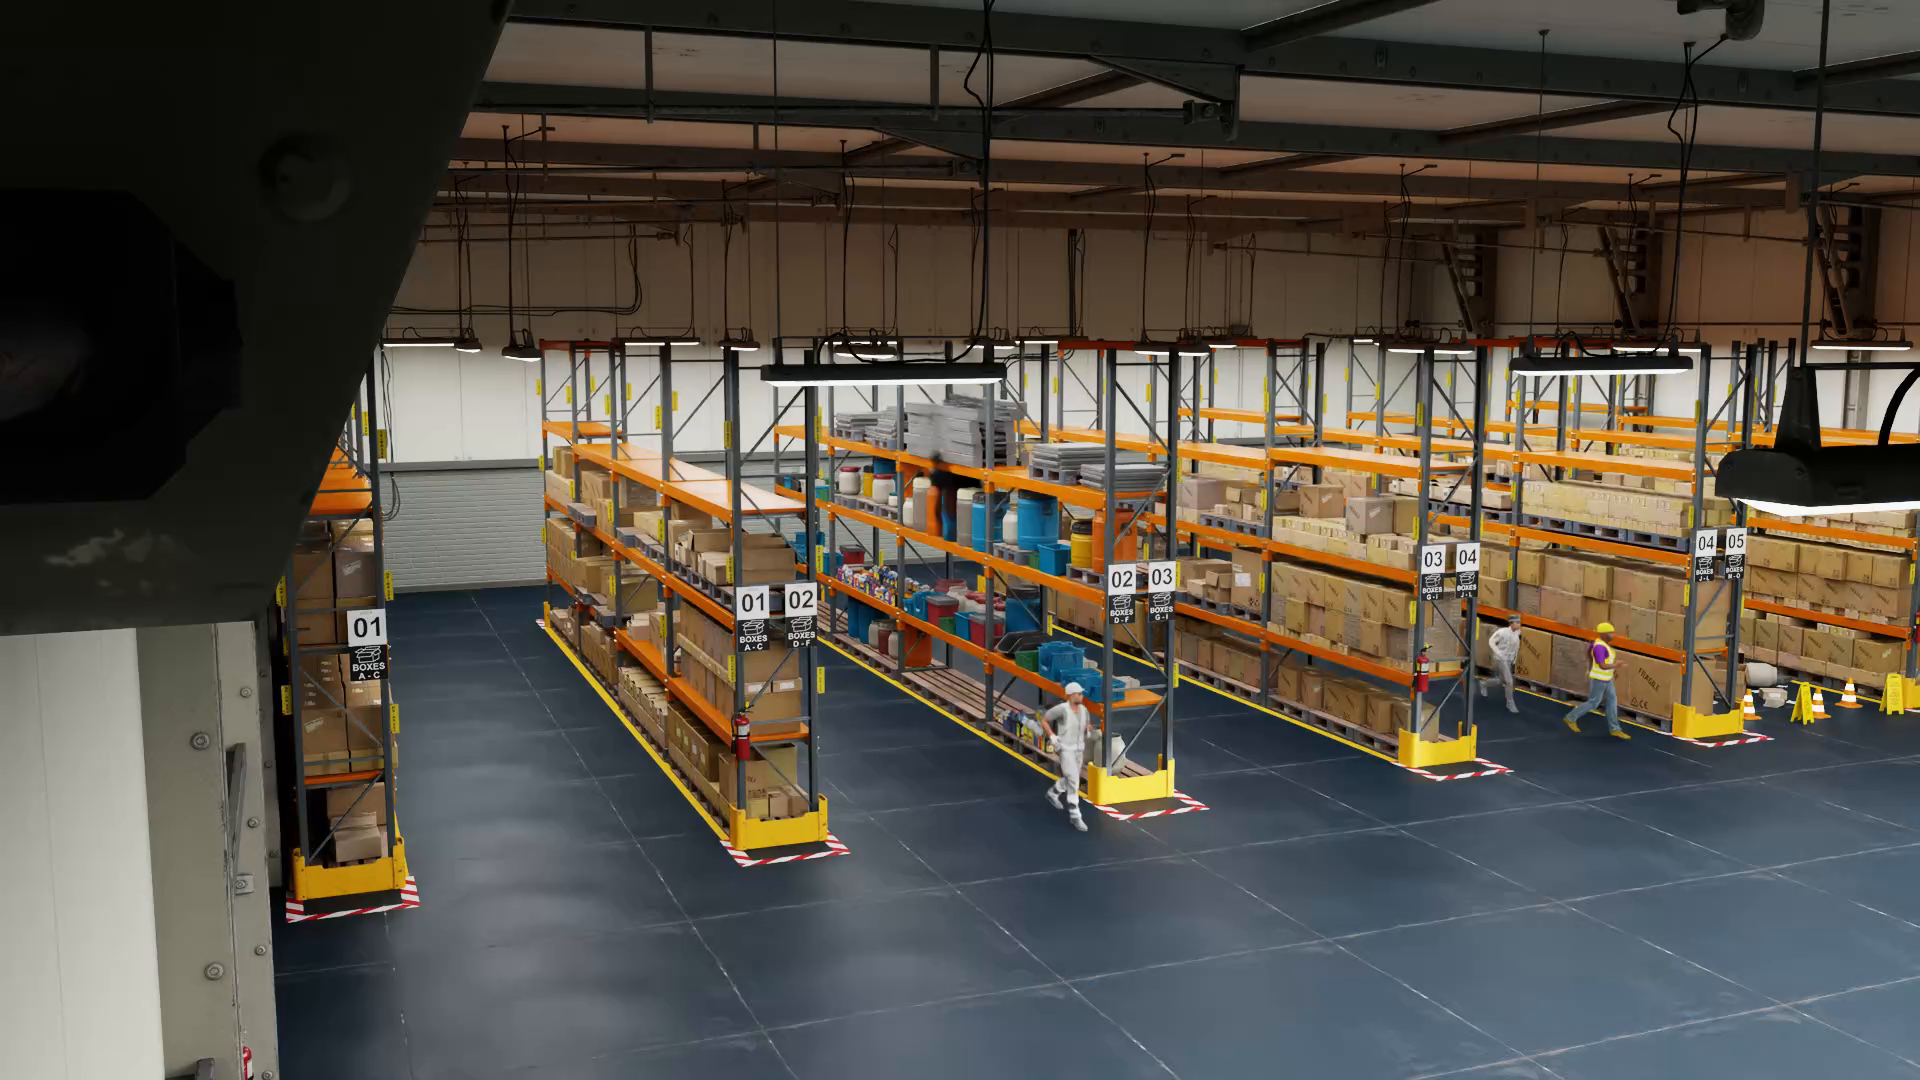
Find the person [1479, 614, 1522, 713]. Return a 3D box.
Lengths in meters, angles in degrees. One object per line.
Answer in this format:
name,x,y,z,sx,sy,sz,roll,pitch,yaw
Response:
person,8.883,1.994,27.419,0.621,1.679,0.853,-4,8,-27

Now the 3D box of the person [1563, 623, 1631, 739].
person,9.769,2.128,25.388,0.981,1.761,0.695,5,9,32

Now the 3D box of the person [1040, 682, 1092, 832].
person,1.399,2.688,21.258,0.674,1.778,0.886,-7,10,-42
